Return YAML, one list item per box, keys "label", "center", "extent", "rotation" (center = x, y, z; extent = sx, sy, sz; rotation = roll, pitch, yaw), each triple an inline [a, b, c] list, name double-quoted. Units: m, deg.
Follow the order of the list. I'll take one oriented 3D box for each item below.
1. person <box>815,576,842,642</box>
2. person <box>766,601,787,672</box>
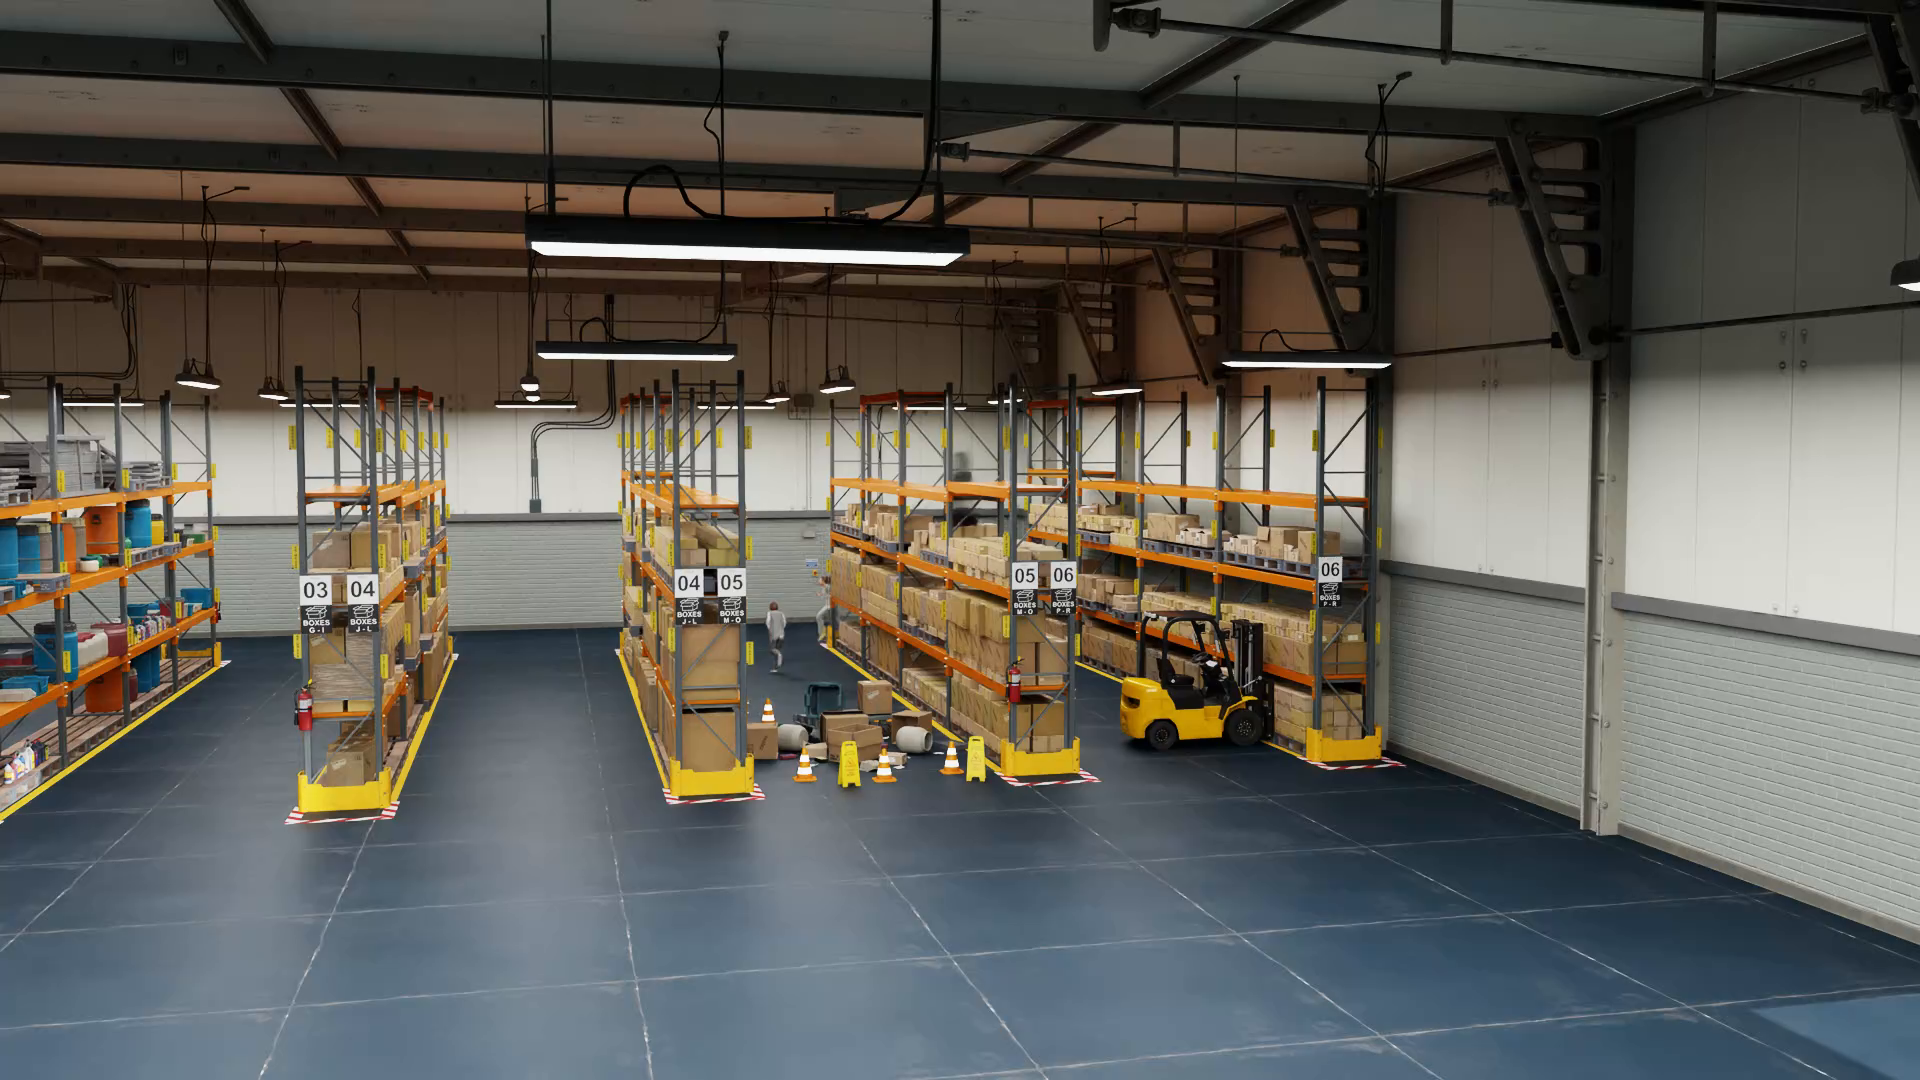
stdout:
- label: "person"
  center: [-3.166, 1.714, 41.494]
  extent: [0.924, 1.661, 0.562]
  rotation: [0, 3, 4]
- label: "person"
  center: [-3.958, 2.108, 35.888]
  extent: [0.506, 1.539, 0.688]
  rotation: [-2, 4, -25]
